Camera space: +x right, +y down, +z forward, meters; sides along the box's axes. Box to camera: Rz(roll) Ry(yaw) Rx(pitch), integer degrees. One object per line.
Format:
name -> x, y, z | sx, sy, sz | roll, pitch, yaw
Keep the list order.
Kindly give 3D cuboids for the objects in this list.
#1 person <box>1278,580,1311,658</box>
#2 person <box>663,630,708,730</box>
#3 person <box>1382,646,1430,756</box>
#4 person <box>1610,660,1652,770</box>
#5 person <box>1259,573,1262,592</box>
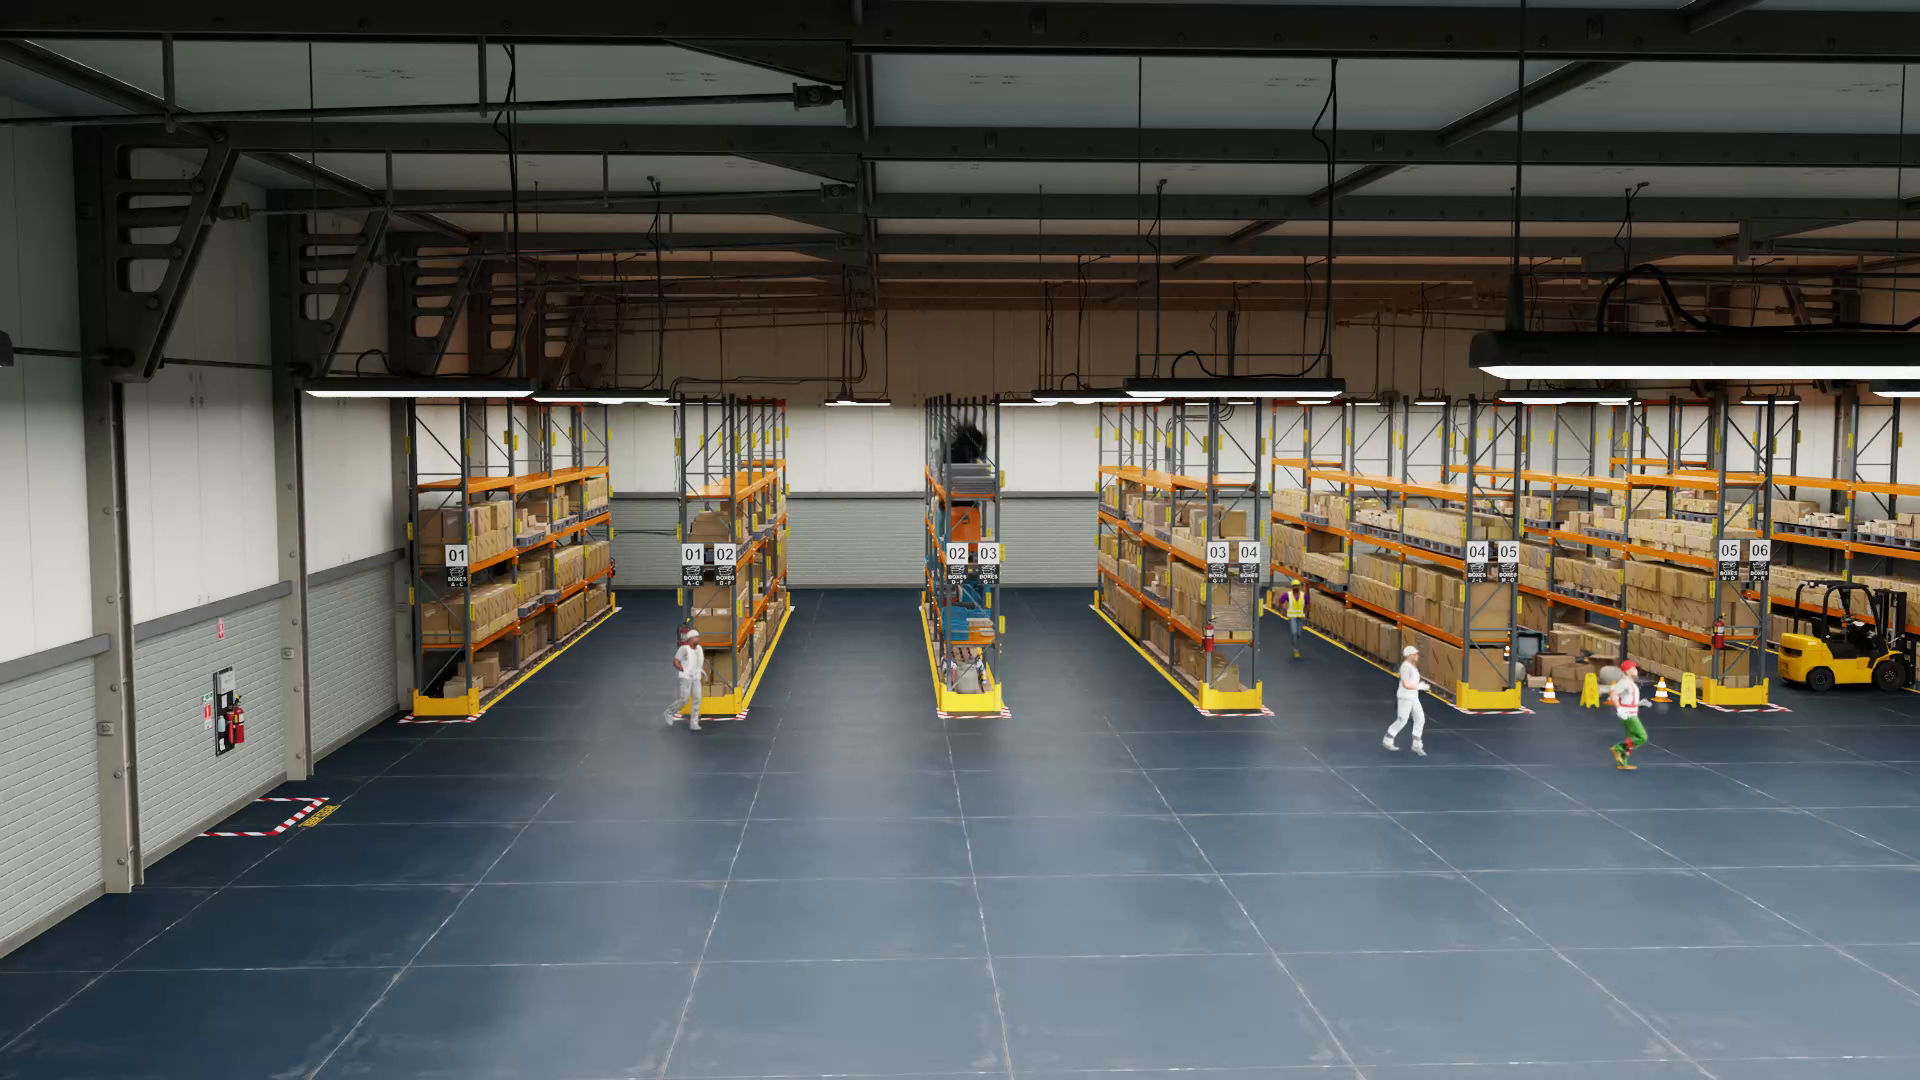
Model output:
person -> 7.761, 1.796, 38.475 | 0.704, 1.763, 0.896 | 0, 5, -4
person -> -4.819, 2.488, 29.830 | 0.851, 1.749, 0.739 | 3, 5, 34
person -> 7.392, 2.669, 27.480 | 0.781, 1.864, 0.685 | 3, 5, 32
person -> 10.614, 2.777, 26.292 | 0.580, 1.750, 0.665 | 2, 5, 28
person -> 7.760, 1.341, 44.595 | 0.692, 1.731, 0.599 | 0, 5, 4
